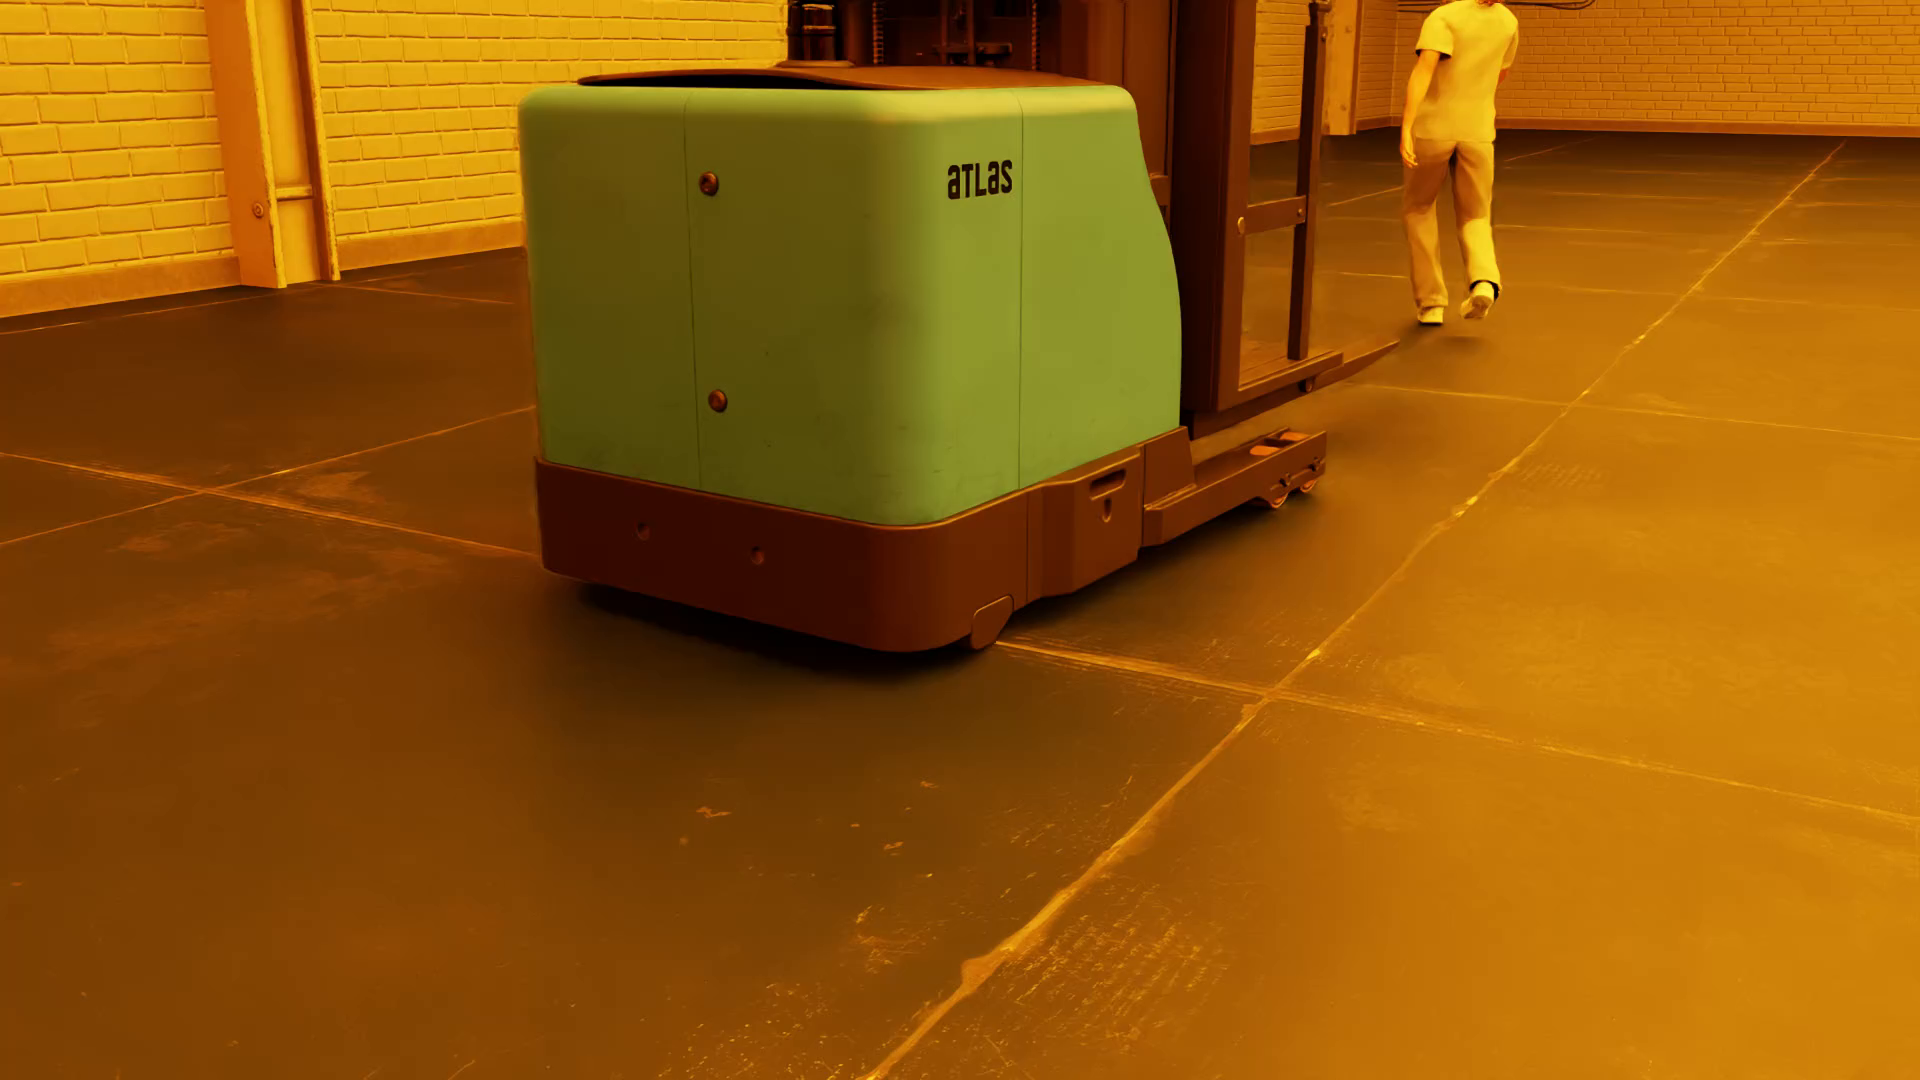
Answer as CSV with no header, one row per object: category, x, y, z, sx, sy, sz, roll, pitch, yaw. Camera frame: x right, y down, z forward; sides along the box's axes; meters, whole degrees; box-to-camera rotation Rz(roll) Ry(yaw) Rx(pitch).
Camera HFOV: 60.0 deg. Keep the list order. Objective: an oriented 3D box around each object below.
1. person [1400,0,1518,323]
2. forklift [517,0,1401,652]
person,2.024,-1.669,6.905,0.522,1.604,0.711,0,16,2
forklift,0.333,-1.554,4.128,1.130,2.935,3.031,11,20,32
